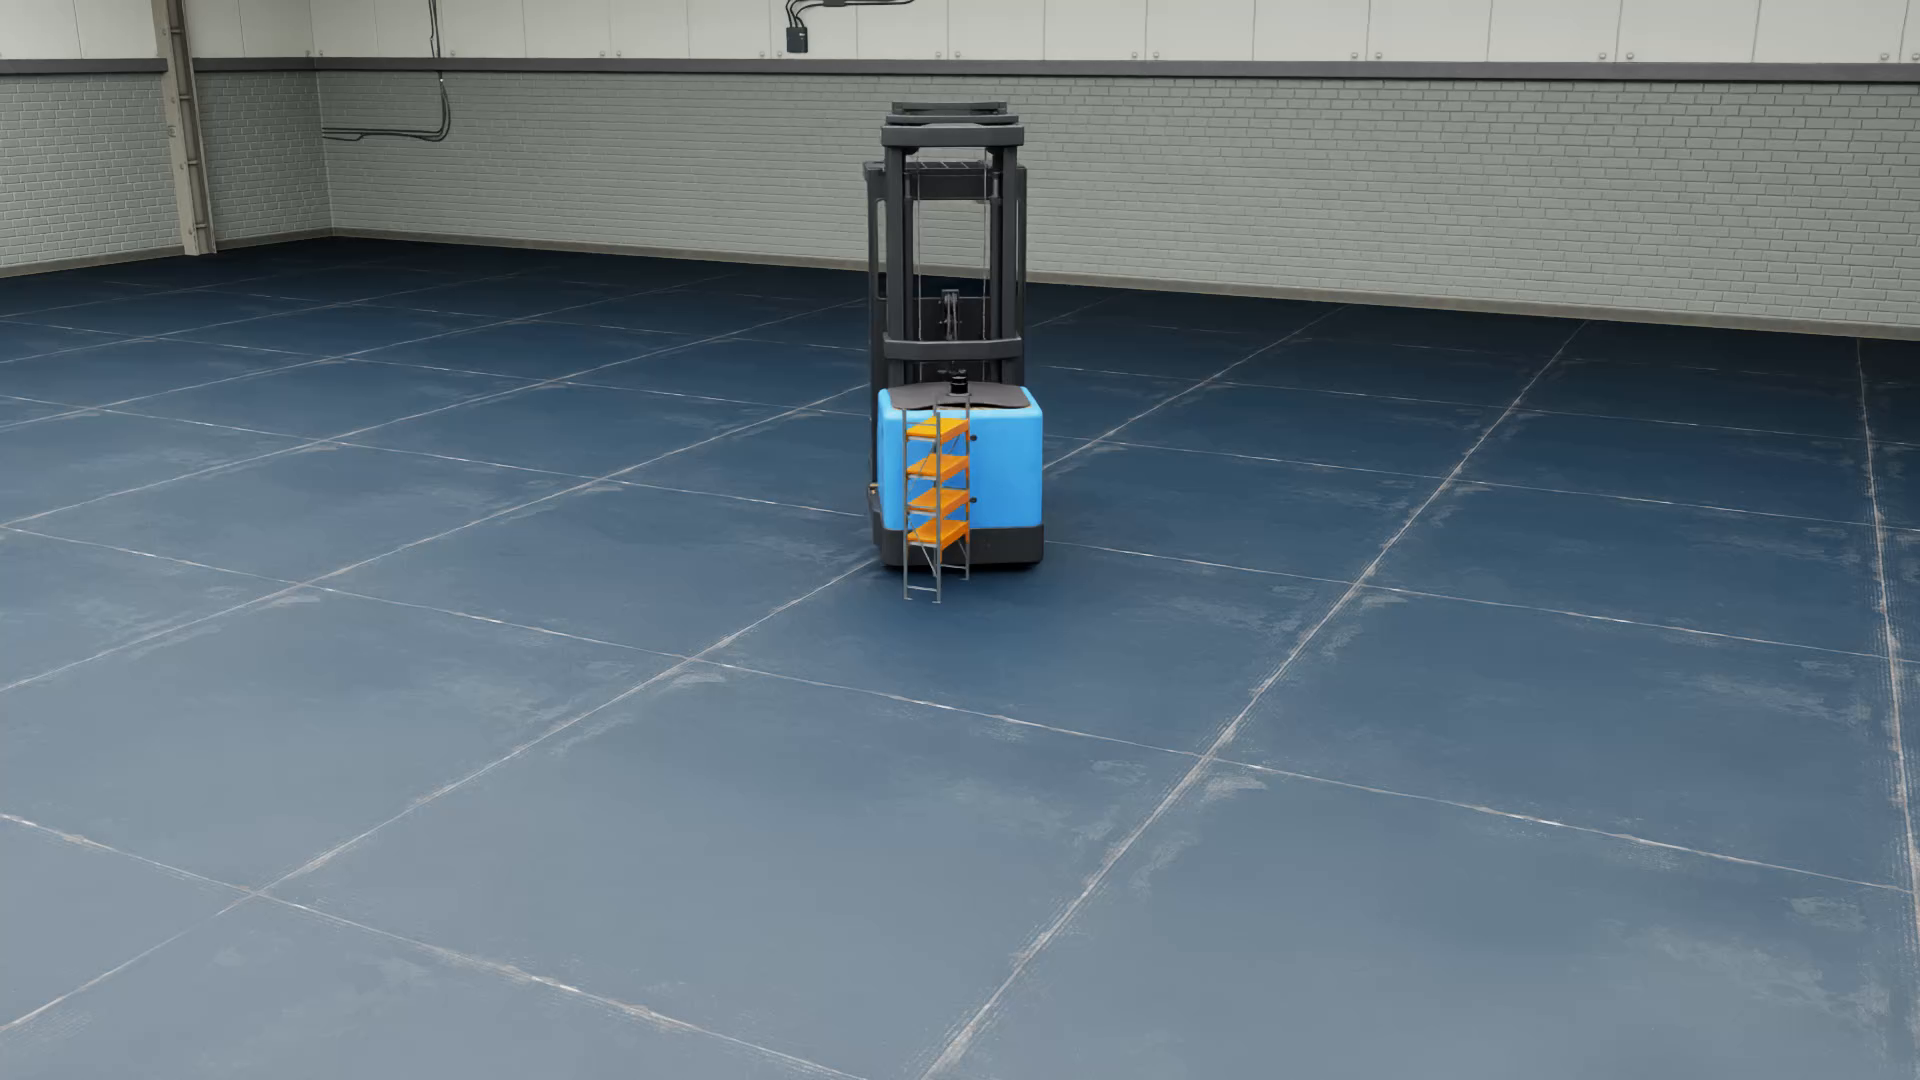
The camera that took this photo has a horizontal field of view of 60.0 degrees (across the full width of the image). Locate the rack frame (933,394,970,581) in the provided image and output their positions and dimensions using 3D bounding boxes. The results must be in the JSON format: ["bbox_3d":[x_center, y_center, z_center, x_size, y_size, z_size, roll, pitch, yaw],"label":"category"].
[{"bbox_3d":[-0.055,-0.326,10.516,0.240,1.200,0.015,6,18,20],"label":"rack frame"}]

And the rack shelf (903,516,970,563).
[{"bbox_3d":[-0.143,-0.007,10.373,0.258,0.148,0.480,6,18,20],"label":"rack shelf"}]

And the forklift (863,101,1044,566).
[{"bbox_3d":[-0.113,-1.609,11.792,1.130,2.935,3.031,-2,17,-5],"label":"forklift"}]

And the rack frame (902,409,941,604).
[{"bbox_3d":[-0.231,-0.197,10.079,0.240,1.200,0.015,6,18,20],"label":"rack frame"}]

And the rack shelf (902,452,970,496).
[{"bbox_3d":[-0.143,-0.411,10.253,0.258,0.148,0.480,6,18,20],"label":"rack shelf"}]

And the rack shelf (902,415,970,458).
[{"bbox_3d":[-0.143,-0.638,10.186,0.258,0.148,0.480,6,18,20],"label":"rack shelf"}]

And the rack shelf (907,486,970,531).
[{"bbox_3d":[-0.143,-0.197,10.317,0.258,0.148,0.480,6,18,20],"label":"rack shelf"}]

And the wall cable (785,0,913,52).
[{"bbox_3d":[-1.543,-10.038,23.542,2.305,6.003,0.169,8,18,25],"label":"wall cable"}]

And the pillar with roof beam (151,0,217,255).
[{"bbox_3d":[-8.677,-8.490,24.303,9.100,9.000,0.400,8,18,25],"label":"pillar with roof beam"}]

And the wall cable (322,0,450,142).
[{"bbox_3d":[-10.029,-8.131,28.549,3.097,2.526,0.112,8,18,25],"label":"wall cable"}]

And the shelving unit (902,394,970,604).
[{"bbox_3d":[-0.143,-0.262,10.298,0.258,1.200,0.503,6,18,20],"label":"shelving unit"}]
